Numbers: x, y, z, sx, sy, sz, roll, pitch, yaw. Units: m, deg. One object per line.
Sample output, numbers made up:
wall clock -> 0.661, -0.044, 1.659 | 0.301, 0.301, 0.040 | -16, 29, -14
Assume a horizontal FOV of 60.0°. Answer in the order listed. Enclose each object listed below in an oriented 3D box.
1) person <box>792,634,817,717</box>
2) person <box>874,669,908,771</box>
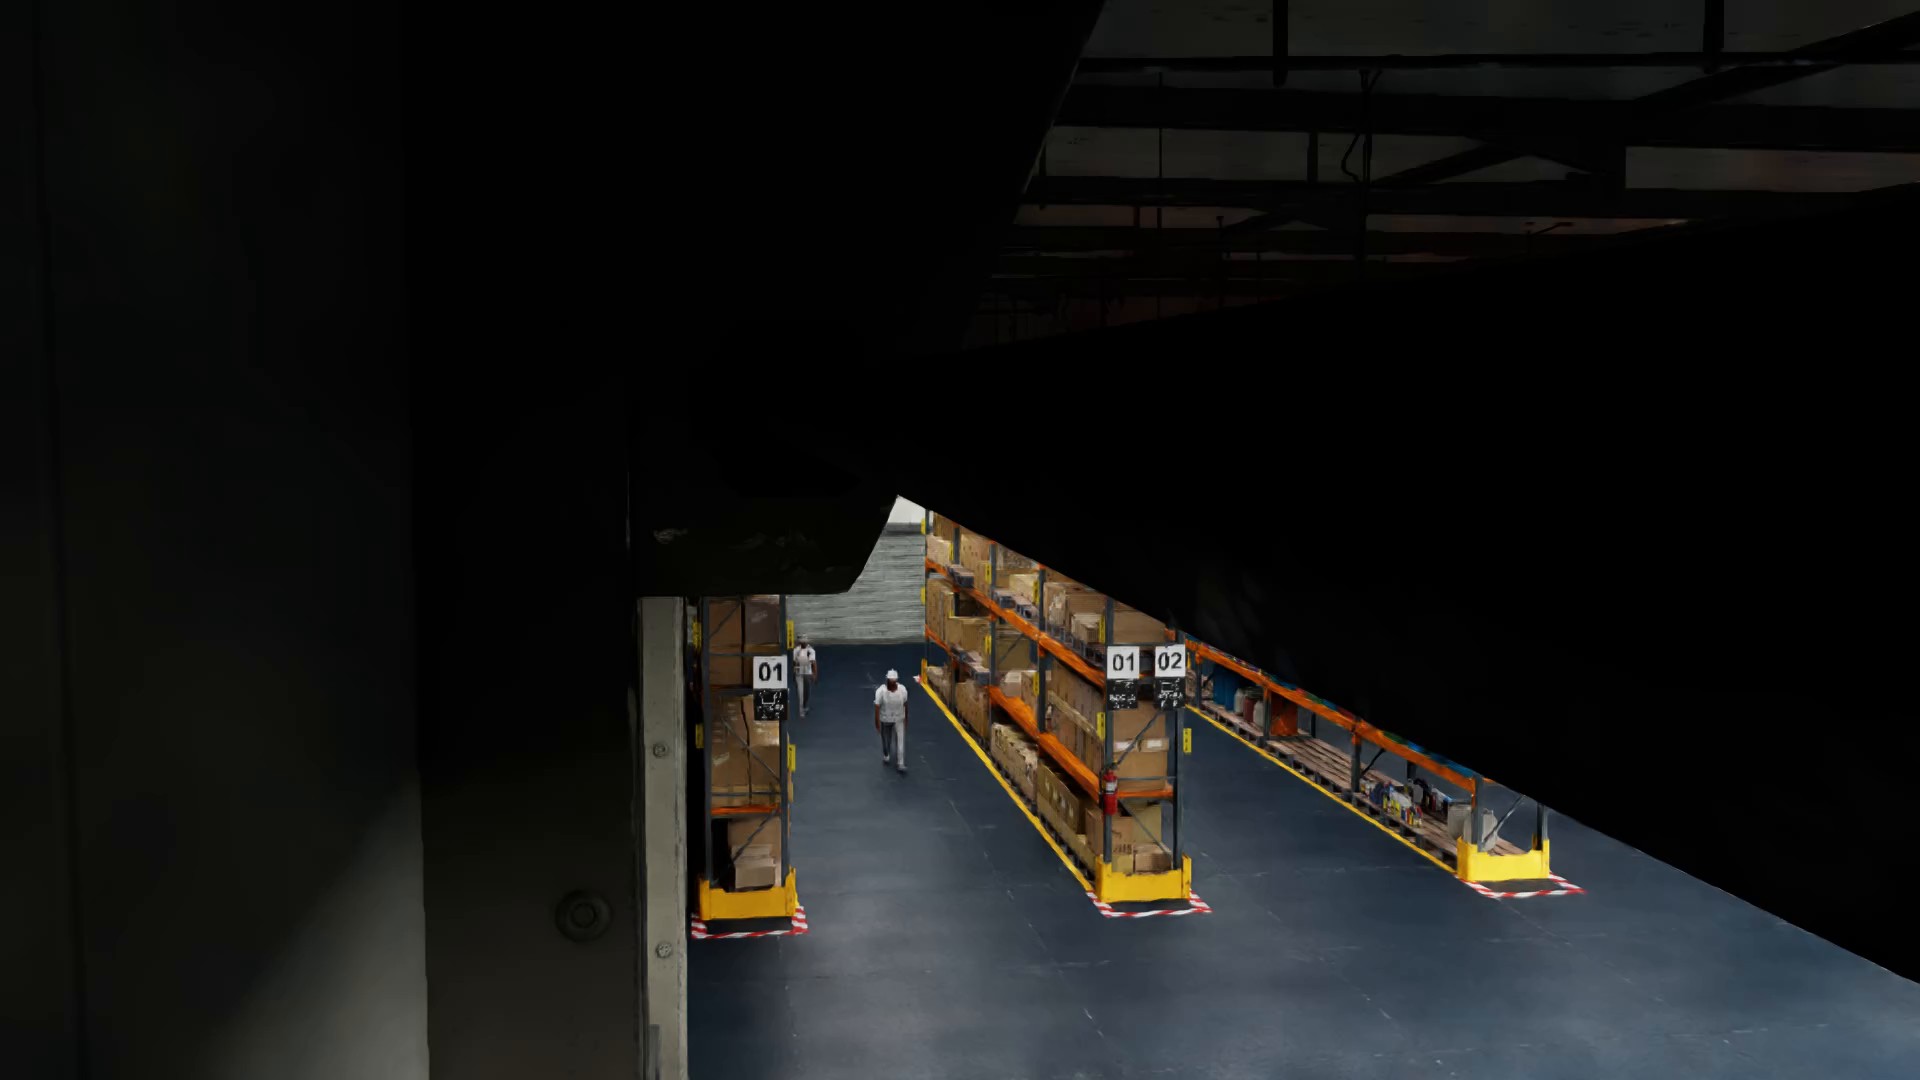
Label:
person -> -3.055, 2.630, 32.775 | 0.461, 1.626, 0.999 | -1, 5, -11
person -> -1.156, 3.010, 28.074 | 0.577, 1.687, 1.121 | -1, 5, -7
